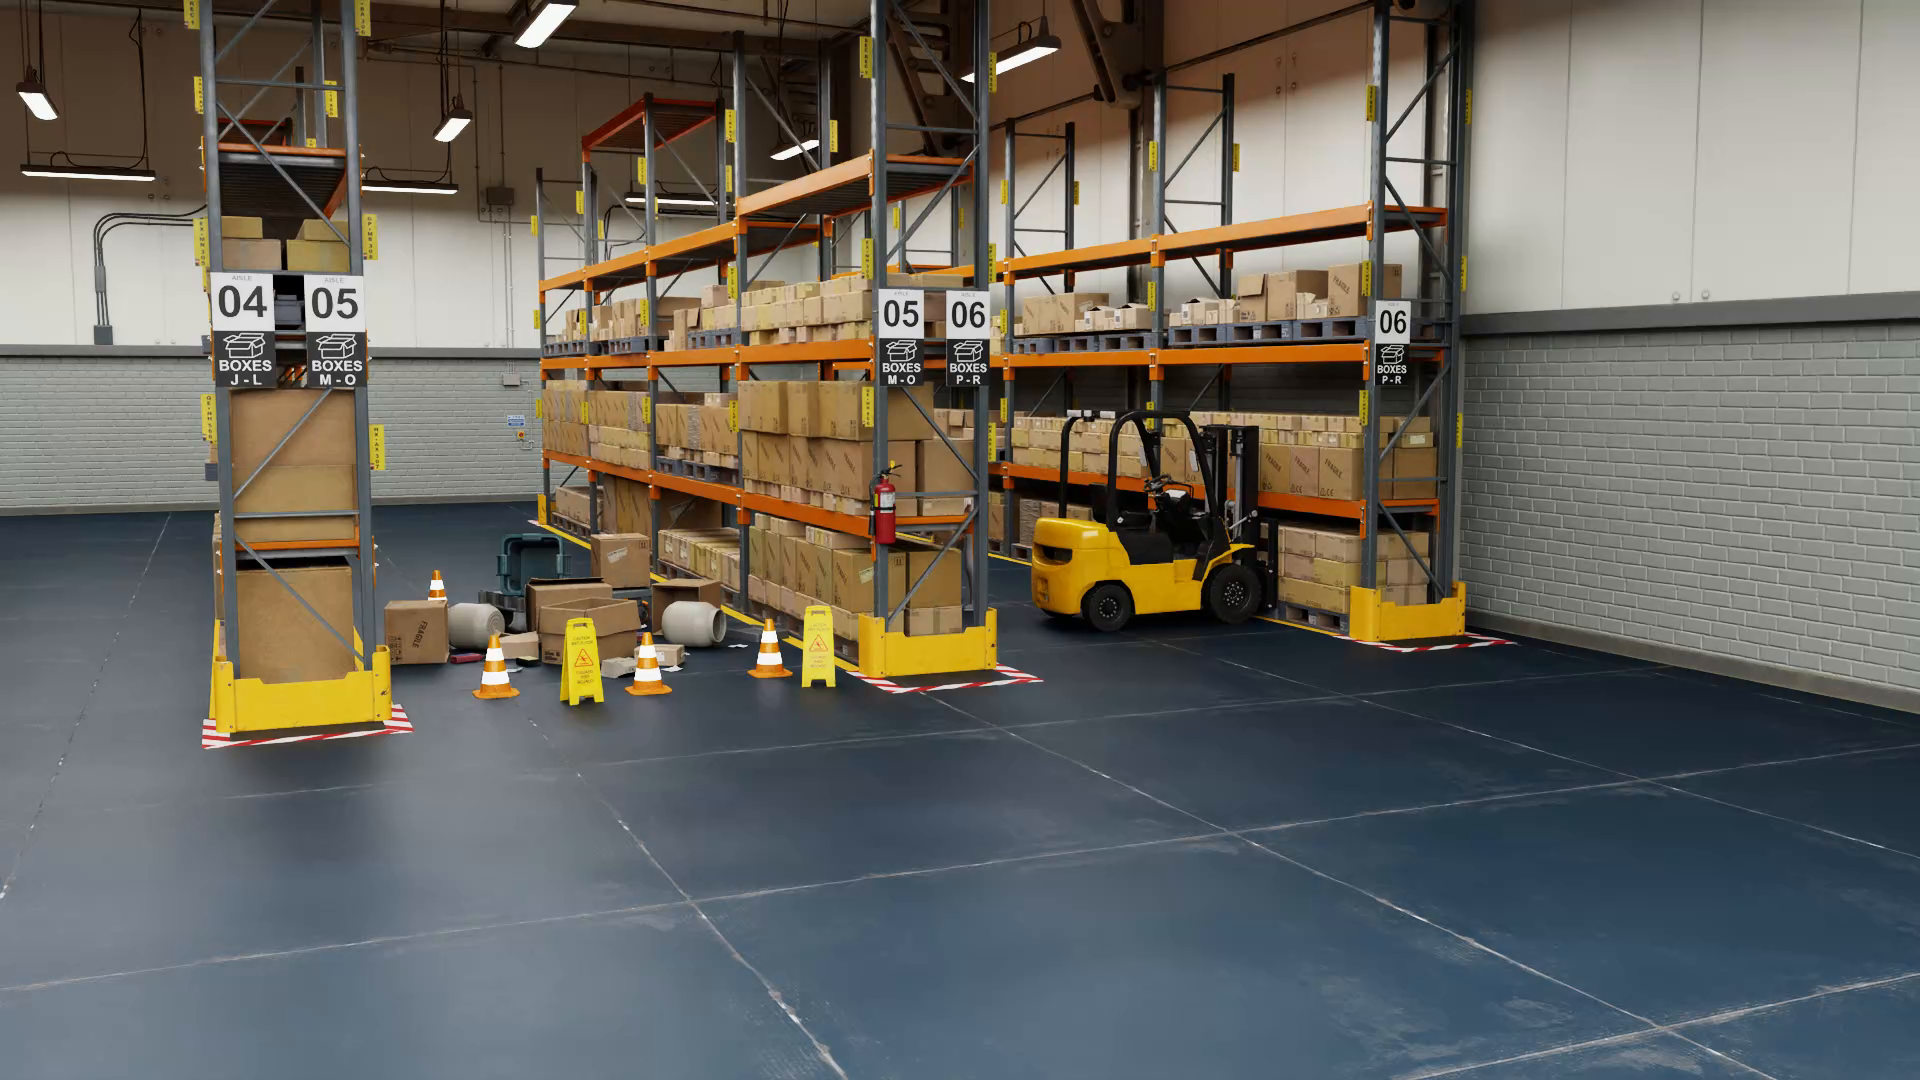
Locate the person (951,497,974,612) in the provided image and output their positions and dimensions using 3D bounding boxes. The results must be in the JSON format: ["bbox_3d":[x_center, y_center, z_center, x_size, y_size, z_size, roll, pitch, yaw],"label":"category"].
[{"bbox_3d":[-0.002,-0.067,17.755,0.415,1.663,0.547,4,7,33],"label":"person"}]
